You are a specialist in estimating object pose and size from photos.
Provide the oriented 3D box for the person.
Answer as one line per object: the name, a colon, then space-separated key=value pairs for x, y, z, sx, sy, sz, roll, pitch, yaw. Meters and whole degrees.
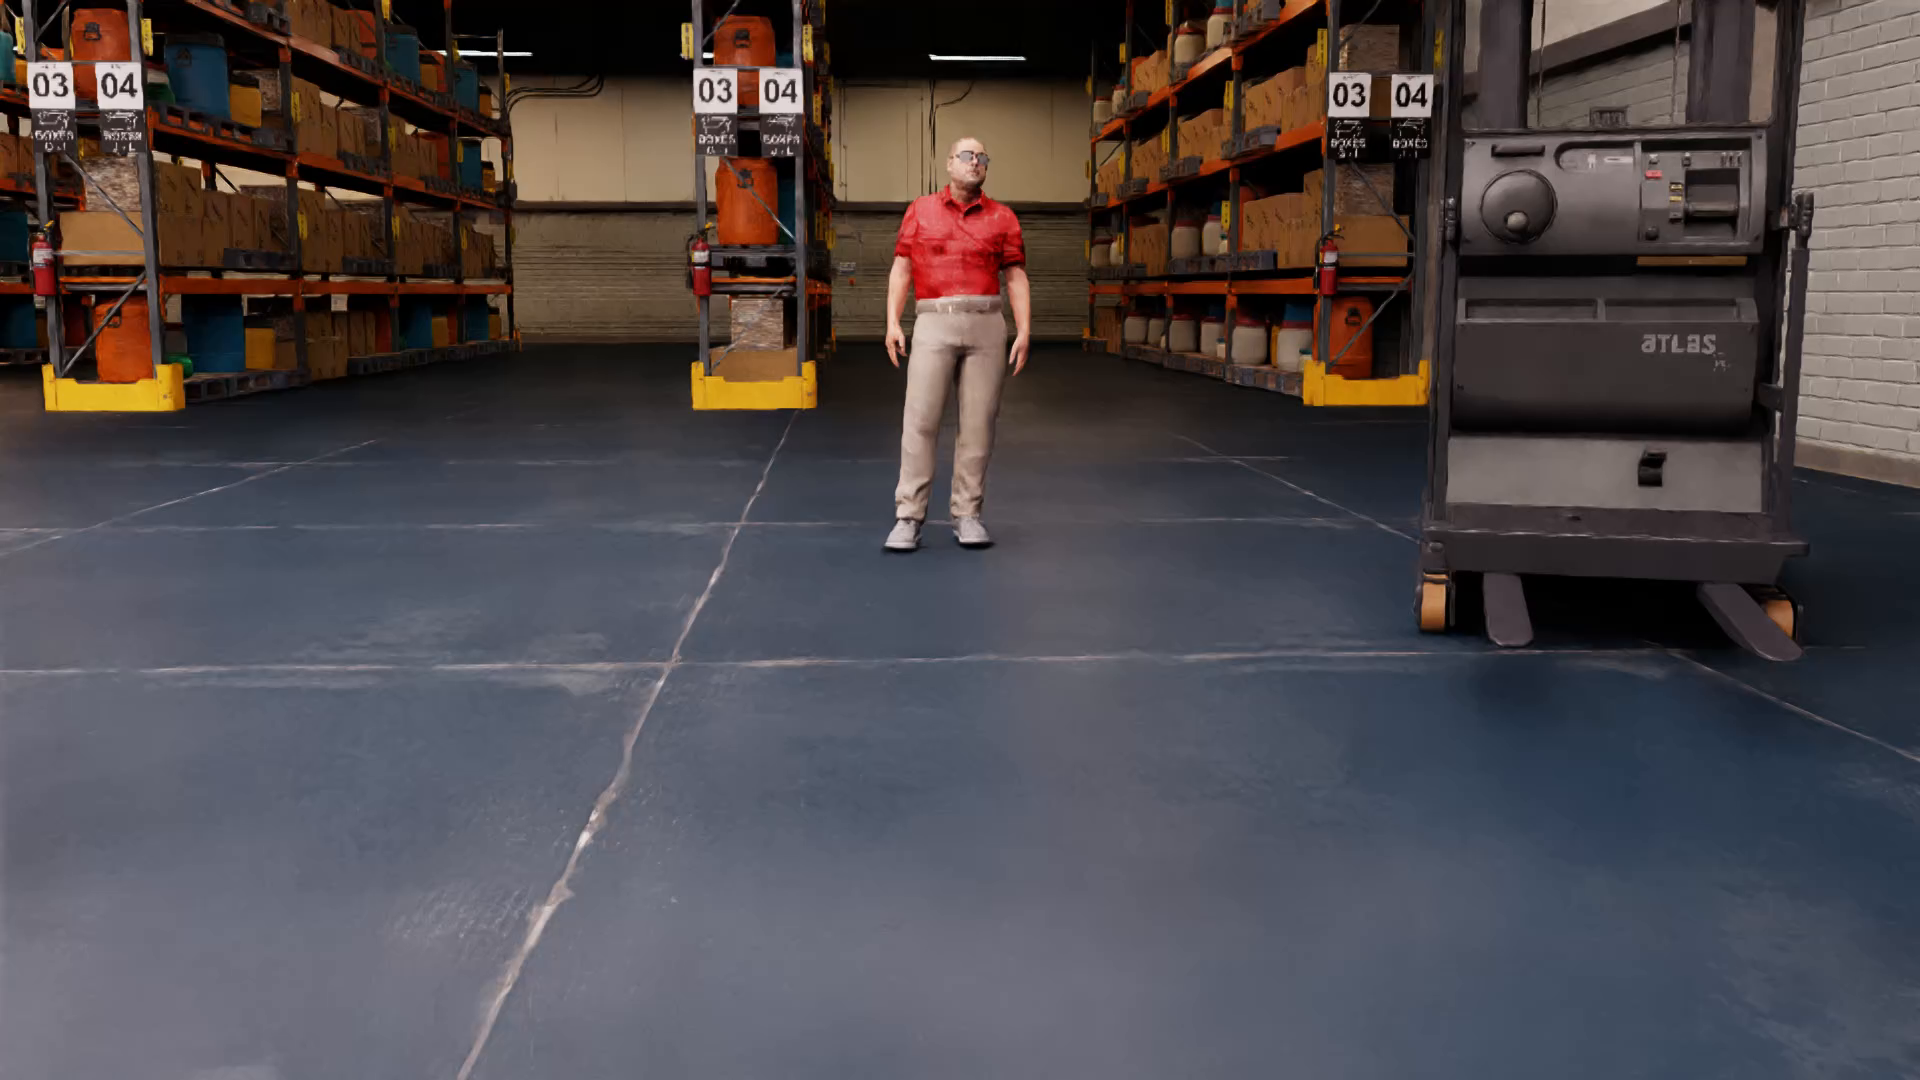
person: x=-0.006 y=-0.849 z=7.093 sx=0.640 sy=1.726 sz=0.550 roll=-1 pitch=8 yaw=-4

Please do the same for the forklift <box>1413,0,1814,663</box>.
forklift: x=2.072 y=-1.174 z=5.238 sx=1.130 sy=2.935 sz=3.031 roll=2 pitch=9 yaw=16
